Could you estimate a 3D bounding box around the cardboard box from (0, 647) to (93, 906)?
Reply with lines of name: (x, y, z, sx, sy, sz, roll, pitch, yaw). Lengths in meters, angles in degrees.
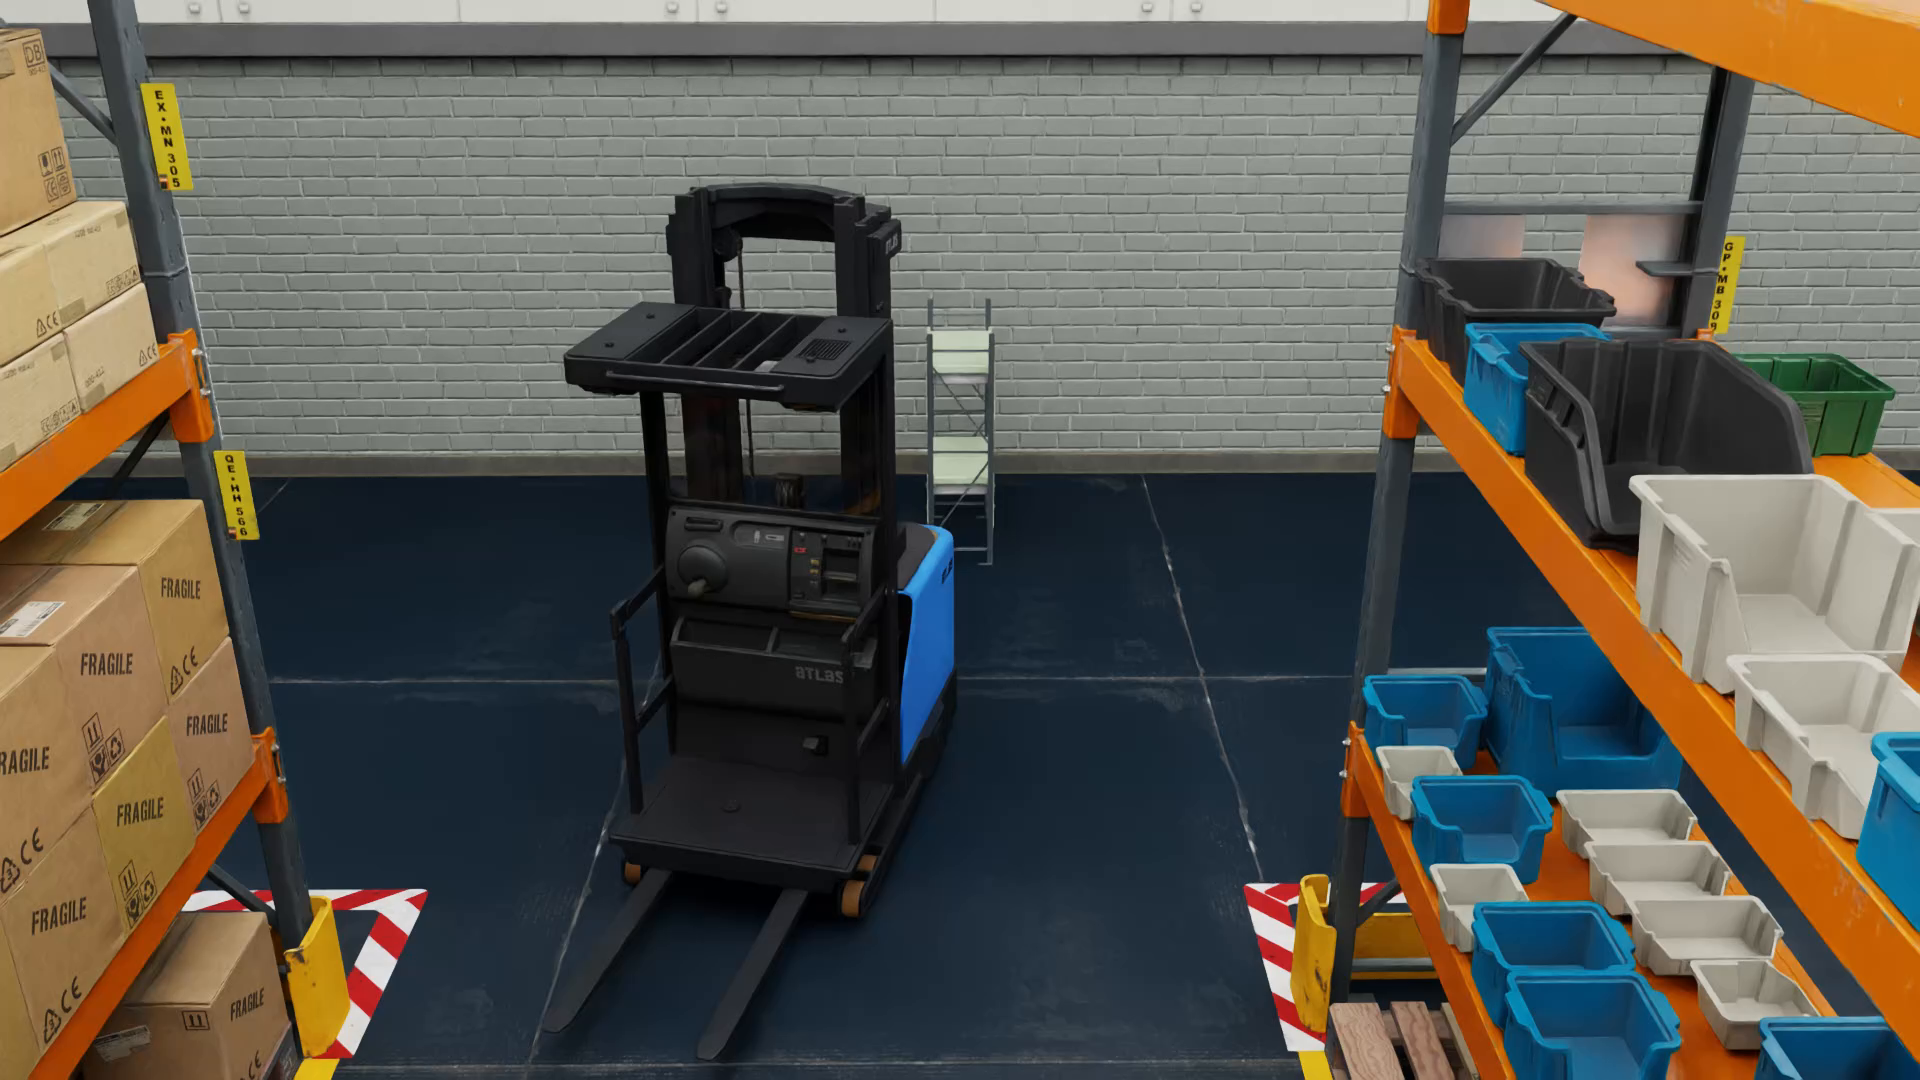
cardboard box: (-2.717, 0.618, 4.409, 0.500, 0.500, 0.500, 0, 24, 1)

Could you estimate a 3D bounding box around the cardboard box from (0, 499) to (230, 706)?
cardboard box: (-2.734, 0.196, 5.341, 0.500, 0.500, 0.500, 0, 24, -1)

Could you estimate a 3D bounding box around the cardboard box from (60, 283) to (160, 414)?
cardboard box: (-2.745, -0.573, 4.918, 0.500, 0.250, 0.500, 0, 24, -1)

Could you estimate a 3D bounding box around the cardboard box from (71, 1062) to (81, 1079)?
cardboard box: (-3.350, 1.883, 5.851, 0.380, 0.166, 0.250, 0, 24, -1)

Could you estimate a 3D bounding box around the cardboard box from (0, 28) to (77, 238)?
cardboard box: (-2.992, -1.141, 4.658, 0.700, 0.500, 0.500, 0, 24, -1)

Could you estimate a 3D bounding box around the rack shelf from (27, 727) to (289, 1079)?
rack shelf: (-2.992, 1.667, 4.297, 1.077, 0.370, 4.000, 0, 24, -1)

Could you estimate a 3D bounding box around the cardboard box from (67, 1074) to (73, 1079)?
cardboard box: (-3.286, 1.999, 5.493, 0.500, 0.250, 0.500, 0, 24, -1)

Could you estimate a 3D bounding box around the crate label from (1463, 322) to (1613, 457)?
crate label: (1.626, -0.423, 4.585, 0.408, 0.251, 0.502, 0, 24, -1)

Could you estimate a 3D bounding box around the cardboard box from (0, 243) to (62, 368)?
cardboard box: (-2.748, -0.594, 4.360, 0.500, 0.250, 0.500, 0, 24, -1)

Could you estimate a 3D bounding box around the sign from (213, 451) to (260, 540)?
sign: (-2.459, -0.151, 5.654, 0.100, 0.325, 0.005, 0, 24, -1)

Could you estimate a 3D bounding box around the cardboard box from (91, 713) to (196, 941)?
cardboard box: (-2.728, 0.867, 5.072, 0.500, 0.500, 0.500, 0, 24, 0)

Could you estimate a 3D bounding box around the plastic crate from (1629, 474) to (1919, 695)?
plastic crate: (1.655, 0.096, 3.401, 0.437, 0.282, 0.530, 0, 24, -1)

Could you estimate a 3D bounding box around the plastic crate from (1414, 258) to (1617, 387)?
plastic crate: (1.665, -0.653, 5.072, 0.497, 0.269, 0.590, 0, 24, -1)

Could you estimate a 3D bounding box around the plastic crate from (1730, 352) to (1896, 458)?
plastic crate: (2.236, -0.371, 4.546, 0.450, 0.188, 0.336, 0, 24, -1)

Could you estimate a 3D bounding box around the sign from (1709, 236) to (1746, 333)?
sign: (2.489, -0.834, 5.440, 0.100, 0.325, 0.005, 0, 24, -1)

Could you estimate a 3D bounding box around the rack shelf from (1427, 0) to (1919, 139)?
rack shelf: (1.961, -0.905, 3.189, 1.077, 0.370, 4.000, 0, 24, -1)

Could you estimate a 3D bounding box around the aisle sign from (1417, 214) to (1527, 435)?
aisle sign: (1.641, -0.718, 5.544, 0.394, 0.787, 0.004, 0, 24, -1)

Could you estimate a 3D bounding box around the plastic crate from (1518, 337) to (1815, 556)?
plastic crate: (1.681, -0.213, 4.017, 0.504, 0.338, 0.767, 0, 24, -1)

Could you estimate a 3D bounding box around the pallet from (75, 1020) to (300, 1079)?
pallet: (-3.003, 2.146, 5.750, 1.003, 0.211, 1.213, 0, 24, -1)

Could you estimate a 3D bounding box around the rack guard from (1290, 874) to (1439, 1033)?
rack guard: (1.926, 1.624, 6.554, 1.175, 0.500, 0.348, 0, 24, -1)

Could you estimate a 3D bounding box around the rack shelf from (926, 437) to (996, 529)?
rack shelf: (0.000, -0.384, 10.569, 0.431, 0.370, 0.720, 0, 24, -1)

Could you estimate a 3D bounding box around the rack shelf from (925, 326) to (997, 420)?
rack shelf: (0.000, -1.036, 10.274, 0.431, 0.370, 0.720, 0, 24, -1)

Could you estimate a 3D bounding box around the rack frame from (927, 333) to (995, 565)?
rack frame: (0.004, -0.530, 10.101, 0.400, 1.500, 0.023, 0, 24, -1)

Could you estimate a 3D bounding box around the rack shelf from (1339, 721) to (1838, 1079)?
rack shelf: (1.961, 1.646, 4.343, 1.077, 0.370, 4.000, 0, 24, -1)

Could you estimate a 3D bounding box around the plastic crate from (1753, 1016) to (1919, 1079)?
plastic crate: (2.218, 1.388, 4.170, 0.416, 0.233, 0.300, 0, 24, -1)

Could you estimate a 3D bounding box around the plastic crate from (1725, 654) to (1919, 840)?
plastic crate: (1.588, 0.374, 2.964, 0.293, 0.136, 0.466, 0, 24, -1)

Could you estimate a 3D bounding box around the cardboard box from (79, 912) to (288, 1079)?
cardboard box: (-2.762, 1.677, 5.902, 0.500, 0.500, 0.500, 0, 24, -1)

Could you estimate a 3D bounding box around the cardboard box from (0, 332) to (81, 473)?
cardboard box: (-2.750, -0.367, 4.463, 0.500, 0.250, 0.500, 0, 24, -1)

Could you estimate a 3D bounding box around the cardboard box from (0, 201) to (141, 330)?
cardboard box: (-2.753, -0.800, 4.815, 0.500, 0.250, 0.500, 0, 24, -1)

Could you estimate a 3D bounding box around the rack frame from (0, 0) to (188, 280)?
rack frame: (-3.014, -2.218, 4.735, 1.000, 3.000, 0.127, 0, 24, -1)

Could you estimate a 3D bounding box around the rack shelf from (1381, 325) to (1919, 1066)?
rack shelf: (1.961, 0.280, 3.725, 1.077, 0.370, 4.000, 0, 24, -1)

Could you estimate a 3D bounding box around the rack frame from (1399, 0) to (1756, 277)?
rack frame: (1.939, -2.239, 4.780, 1.000, 3.000, 0.127, 0, 24, -1)

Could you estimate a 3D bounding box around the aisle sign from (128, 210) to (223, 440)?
aisle sign: (-2.708, -0.699, 5.500, 0.394, 0.787, 0.004, 0, 24, -1)

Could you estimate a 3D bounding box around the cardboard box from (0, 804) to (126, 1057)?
cardboard box: (-2.728, 1.072, 4.618, 0.500, 0.500, 0.500, 0, 24, 0)

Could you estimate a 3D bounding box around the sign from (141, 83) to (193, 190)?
sign: (-2.459, -1.249, 5.158, 0.100, 0.325, 0.005, 0, 24, -1)

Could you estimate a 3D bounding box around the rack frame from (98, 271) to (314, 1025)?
rack frame: (-3.014, 0.515, 5.971, 1.000, 3.000, 0.127, 0, 24, -1)

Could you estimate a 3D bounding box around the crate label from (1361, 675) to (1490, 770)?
crate label: (1.613, 0.647, 5.811, 0.416, 0.233, 0.303, 0, 24, -1)

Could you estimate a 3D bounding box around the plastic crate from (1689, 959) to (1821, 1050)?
plastic crate: (2.167, 1.279, 4.530, 0.298, 0.136, 0.250, 0, 24, -1)

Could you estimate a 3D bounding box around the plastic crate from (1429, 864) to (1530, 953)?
plastic crate: (1.541, 1.103, 4.919, 0.250, 0.136, 0.298, 0, 24, -1)

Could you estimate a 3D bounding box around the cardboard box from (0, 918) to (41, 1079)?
cardboard box: (-2.722, 1.280, 4.159, 0.500, 0.500, 0.500, -1, 24, -1)

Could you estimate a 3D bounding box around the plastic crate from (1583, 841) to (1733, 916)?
plastic crate: (2.118, 1.042, 5.053, 0.396, 0.136, 0.243, 0, 24, -1)

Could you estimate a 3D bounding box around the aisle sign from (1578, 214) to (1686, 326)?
aisle sign: (2.231, -0.721, 5.549, 0.394, 0.787, 0.004, 0, 24, -1)

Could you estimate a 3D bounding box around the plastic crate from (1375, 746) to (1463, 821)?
plastic crate: (1.533, 0.823, 5.537, 0.250, 0.136, 0.298, 0, 24, -1)

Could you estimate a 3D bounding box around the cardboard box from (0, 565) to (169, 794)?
cardboard box: (-2.728, 0.404, 4.881, 0.500, 0.500, 0.500, 0, 24, 1)

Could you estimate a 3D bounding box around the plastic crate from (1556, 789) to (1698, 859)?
plastic crate: (2.129, 0.922, 5.318, 0.396, 0.136, 0.243, 0, 24, -1)

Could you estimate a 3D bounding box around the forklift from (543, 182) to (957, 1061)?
forklift: (-0.866, 0.117, 6.933, 1.130, 2.935, 3.031, 6, 25, 13)

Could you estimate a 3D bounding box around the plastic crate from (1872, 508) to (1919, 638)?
plastic crate: (2.210, 0.098, 3.573, 0.437, 0.136, 0.530, 0, 24, -1)

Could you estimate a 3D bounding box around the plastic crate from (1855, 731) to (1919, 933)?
plastic crate: (1.654, 0.479, 2.615, 0.416, 0.233, 0.300, 0, 24, -1)

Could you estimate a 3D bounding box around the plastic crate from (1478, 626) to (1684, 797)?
plastic crate: (2.130, 0.588, 5.694, 0.616, 0.435, 0.499, 0, 24, -1)

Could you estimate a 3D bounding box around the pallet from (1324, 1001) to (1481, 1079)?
pallet: (1.909, 2.105, 5.840, 1.003, 0.211, 1.213, 0, 24, -1)

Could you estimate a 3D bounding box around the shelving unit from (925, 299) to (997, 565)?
shelving unit: (0.000, -0.681, 10.435, 0.431, 1.500, 0.755, 0, 24, -1)

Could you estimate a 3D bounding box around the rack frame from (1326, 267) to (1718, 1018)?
rack frame: (1.939, 0.494, 6.017, 1.000, 3.000, 0.127, 0, 24, -1)

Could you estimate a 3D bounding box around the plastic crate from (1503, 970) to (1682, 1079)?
plastic crate: (1.630, 1.313, 4.338, 0.416, 0.233, 0.300, 0, 24, -1)

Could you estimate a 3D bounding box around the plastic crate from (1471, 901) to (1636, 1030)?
plastic crate: (1.627, 1.189, 4.611, 0.416, 0.233, 0.300, 0, 24, -1)

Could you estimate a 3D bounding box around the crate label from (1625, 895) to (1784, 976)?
crate label: (2.145, 1.157, 4.800, 0.396, 0.136, 0.243, 0, 24, -1)

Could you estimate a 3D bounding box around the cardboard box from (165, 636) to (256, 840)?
cardboard box: (-2.737, 0.653, 5.545, 0.500, 0.500, 0.500, 0, 24, 1)

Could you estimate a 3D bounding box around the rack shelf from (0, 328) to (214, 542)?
rack shelf: (-2.992, 0.300, 3.679, 1.077, 0.370, 4.000, 0, 24, -1)

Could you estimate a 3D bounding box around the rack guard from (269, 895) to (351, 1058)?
rack guard: (-3.013, 1.685, 6.417, 1.175, 0.500, 0.348, 0, 24, -1)

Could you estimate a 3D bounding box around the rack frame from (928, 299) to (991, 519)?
rack frame: (-0.004, -0.831, 10.768, 0.400, 1.500, 0.023, 0, 24, -1)

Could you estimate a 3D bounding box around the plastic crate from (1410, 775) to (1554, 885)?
plastic crate: (1.620, 0.918, 5.211, 0.416, 0.233, 0.300, 0, 24, -1)
